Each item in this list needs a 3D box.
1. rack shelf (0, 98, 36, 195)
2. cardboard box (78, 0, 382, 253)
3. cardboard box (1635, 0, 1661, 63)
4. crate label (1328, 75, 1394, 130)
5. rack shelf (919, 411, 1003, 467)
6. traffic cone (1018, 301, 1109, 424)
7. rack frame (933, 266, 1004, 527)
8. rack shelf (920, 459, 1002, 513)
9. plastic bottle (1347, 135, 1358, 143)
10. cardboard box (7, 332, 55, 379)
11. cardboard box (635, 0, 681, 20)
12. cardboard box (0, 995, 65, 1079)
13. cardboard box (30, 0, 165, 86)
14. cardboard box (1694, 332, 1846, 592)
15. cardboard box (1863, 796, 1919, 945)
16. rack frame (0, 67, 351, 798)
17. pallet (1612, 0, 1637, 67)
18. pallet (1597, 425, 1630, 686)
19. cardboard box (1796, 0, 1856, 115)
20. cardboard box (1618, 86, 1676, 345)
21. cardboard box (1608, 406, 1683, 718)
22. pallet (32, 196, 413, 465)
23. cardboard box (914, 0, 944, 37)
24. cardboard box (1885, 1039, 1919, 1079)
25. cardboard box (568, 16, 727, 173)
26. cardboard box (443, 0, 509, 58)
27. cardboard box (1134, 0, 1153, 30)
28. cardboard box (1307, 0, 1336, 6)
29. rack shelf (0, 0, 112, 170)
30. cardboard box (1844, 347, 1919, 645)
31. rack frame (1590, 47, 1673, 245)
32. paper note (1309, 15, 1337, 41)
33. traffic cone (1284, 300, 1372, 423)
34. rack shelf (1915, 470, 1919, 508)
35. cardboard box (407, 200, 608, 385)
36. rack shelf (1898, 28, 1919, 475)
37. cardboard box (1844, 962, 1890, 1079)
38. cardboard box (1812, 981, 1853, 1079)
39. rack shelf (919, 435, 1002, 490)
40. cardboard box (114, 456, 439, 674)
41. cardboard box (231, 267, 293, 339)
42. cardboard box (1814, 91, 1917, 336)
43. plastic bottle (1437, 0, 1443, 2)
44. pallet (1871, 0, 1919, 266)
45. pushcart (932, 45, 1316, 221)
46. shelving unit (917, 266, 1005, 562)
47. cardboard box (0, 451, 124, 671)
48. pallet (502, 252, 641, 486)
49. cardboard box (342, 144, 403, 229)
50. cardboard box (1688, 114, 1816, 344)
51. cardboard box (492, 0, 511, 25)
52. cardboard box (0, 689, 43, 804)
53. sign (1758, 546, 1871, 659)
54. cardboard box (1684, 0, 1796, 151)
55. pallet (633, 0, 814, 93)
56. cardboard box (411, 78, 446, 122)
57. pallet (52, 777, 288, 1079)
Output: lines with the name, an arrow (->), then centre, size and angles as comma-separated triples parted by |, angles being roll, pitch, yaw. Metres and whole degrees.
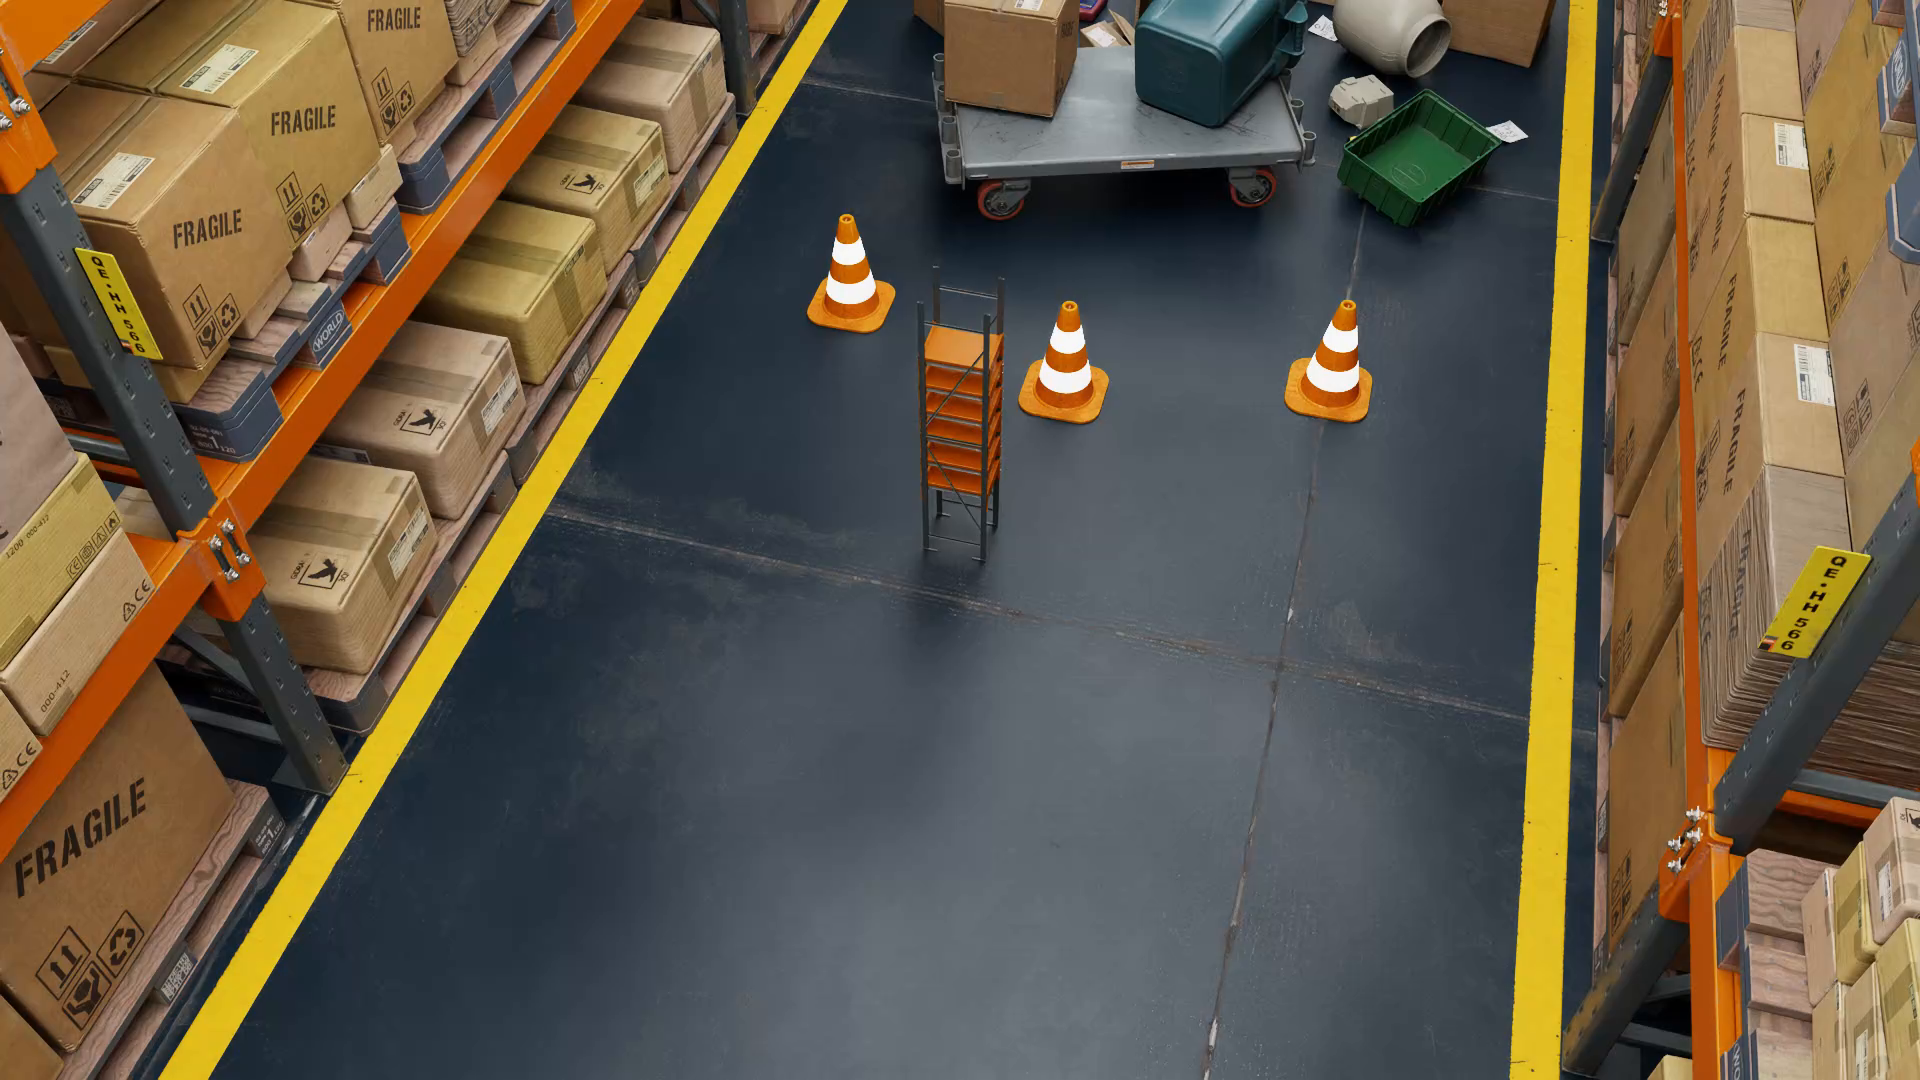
rack shelf -> -3.069, 0.409, 2.368 | 1.077, 0.370, 4.000 | 12, 50, 10
cardboard box -> -2.070, -1.212, 4.774 | 0.500, 0.500, 0.500 | 14, 50, 12
cardboard box -> 3.779, -2.803, 7.860 | 0.875, 0.875, 0.875 | 12, 50, 10
crate label -> 1.943, -2.126, 8.035 | 0.298, 0.136, 0.250 | -19, 51, -16
rack shelf -> 0.004, -0.378, 5.843 | 0.258, 0.103, 0.180 | 12, 50, 10
traffic cone -> 0.423, -0.757, 6.610 | 0.336, 0.463, 0.334 | 12, 50, 10
rack frame -> 0.028, -0.474, 5.868 | 0.240, 1.200, 0.006 | 12, 50, 10
rack shelf -> 0.004, -0.219, 6.023 | 0.258, 0.103, 0.180 | 12, 50, 10
plastic bottle -> 1.929, -1.798, 7.796 | 0.133, 0.061, 0.283 | -11, 50, -10
cardboard box -> -2.683, -0.623, 4.687 | 0.380, 0.149, 0.250 | 13, 50, 11
cardboard box -> -1.593, -2.887, 8.351 | 0.500, 0.250, 0.500 | 14, 50, 12
cardboard box -> -3.043, 1.408, 4.144 | 0.875, 0.875, 0.875 | 12, 50, 10
cardboard box -> -2.565, -1.314, 4.864 | 0.500, 0.500, 0.500 | 11, 49, 9
cardboard box -> 2.252, -0.152, 4.317 | 0.500, 0.500, 0.500 | 12, 50, 10
cardboard box -> 1.950, 0.667, 3.152 | 0.380, 0.149, 0.250 | 12, 50, 10
rack frame -> -2.542, -0.284, 4.500 | 1.000, 3.000, 0.127 | 12, 50, 10
pallet -> 3.907, -2.770, 8.554 | 1.003, 0.211, 1.213 | 12, 50, 10
pallet -> 2.863, 0.108, 6.014 | 1.003, 0.211, 1.213 | 12, 50, 10
cardboard box -> 2.921, -1.539, 4.874 | 0.700, 0.500, 0.500 | 12, 50, 10
cardboard box -> 3.236, -1.201, 6.530 | 1.050, 0.750, 0.750 | 11, 50, 10
cardboard box -> 2.734, 0.170, 5.320 | 1.050, 0.750, 0.750 | 12, 50, 11
pallet -> -2.457, -0.757, 5.045 | 1.213, 0.211, 1.003 | 12, 50, 10
cardboard box -> 0.105, -2.857, 8.436 | 0.500, 0.500, 0.500 | -27, 54, -22
cardboard box -> 1.814, 1.035, 2.827 | 0.380, 0.149, 0.250 | 11, 50, 10
cardboard box -> -1.625, -2.066, 7.546 | 0.950, 0.372, 0.625 | 12, 50, 11
cardboard box -> -1.798, -1.958, 5.432 | 0.500, 0.500, 0.500 | 10, 49, 9
cardboard box -> 1.305, -2.841, 8.331 | 0.797, 0.637, 0.503 | 12, 50, 10
cardboard box -> 1.988, -2.975, 8.699 | 0.396, 0.266, 0.258 | 19, 51, 16
rack shelf -> -2.016, -2.485, 4.922 | 1.077, 0.370, 4.000 | 12, 50, 10
cardboard box -> 2.388, -0.067, 3.575 | 0.700, 0.500, 0.500 | 11, 50, 10
rack frame -> 3.313, -2.273, 6.256 | 1.000, 3.000, 0.127 | 12, 50, 10
paper note -> 1.905, -2.632, 8.557 | 0.172, 0.023, 0.155 | 28, 54, 22
traffic cone -> 1.503, -0.762, 6.614 | 0.336, 0.463, 0.334 | 12, 50, 10
rack shelf -> 1.733, 1.312, 1.570 | 1.077, 0.370, 4.000 | 12, 50, 10
cardboard box -> -1.992, -1.042, 6.642 | 0.950, 0.372, 0.625 | 13, 50, 11
rack shelf -> 2.786, -1.581, 4.124 | 1.077, 0.370, 4.000 | 12, 50, 10
cardboard box -> 1.870, 0.972, 3.080 | 0.380, 0.149, 0.250 | 14, 50, 12
cardboard box -> 1.877, 1.042, 3.217 | 0.380, 0.149, 0.250 | 14, 50, 12
rack shelf -> 0.004, -0.299, 5.933 | 0.258, 0.103, 0.180 | 12, 50, 10
cardboard box -> -2.384, 0.040, 5.686 | 0.950, 0.372, 0.625 | 9, 49, 7
cardboard box -> -2.171, -0.736, 4.786 | 0.380, 0.149, 0.250 | 9, 49, 8
cardboard box -> 2.652, -0.804, 4.226 | 0.700, 0.500, 0.500 | 11, 49, 9
plastic bottle -> 2.414, -2.884, 8.755 | 0.283, 0.061, 0.133 | -4, 49, -3
pallet -> 2.378, -0.786, 3.068 | 1.213, 0.211, 1.003 | 14, 50, 12
pushcart -> 0.723, -1.895, 7.671 | 1.648, 0.377, 0.936 | -4, 49, -3
shelving unit -> 0.004, -0.407, 5.809 | 0.258, 1.200, 0.189 | 12, 50, 10
cardboard box -> -2.425, 0.001, 4.015 | 0.500, 0.250, 0.500 | 11, 50, 10
pallet -> -2.012, -0.805, 6.820 | 1.003, 0.211, 1.213 | 12, 50, 10
cardboard box -> -1.962, -1.119, 5.125 | 0.380, 0.149, 0.250 | 12, 50, 10
cardboard box -> 2.514, -0.885, 4.964 | 0.500, 0.500, 0.500 | 12, 50, 11
cardboard box -> -1.809, -1.901, 5.814 | 0.380, 0.149, 0.250 | 10, 49, 9
cardboard box -> -2.544, 0.556, 3.859 | 0.500, 0.250, 0.500 | 12, 50, 11
sign -> 1.723, 0.130, 3.362 | 0.100, 0.325, 0.005 | 12, 50, 10
cardboard box -> 2.782, -1.614, 5.607 | 0.500, 0.500, 0.500 | 12, 50, 10
pallet -> -1.347, -2.747, 8.534 | 1.003, 0.211, 1.213 | 12, 50, 10
cardboard box -> -1.937, -1.521, 5.479 | 0.380, 0.149, 0.250 | 13, 50, 12
pallet -> -2.822, 1.195, 5.055 | 1.003, 0.211, 1.213 | 12, 50, 10
